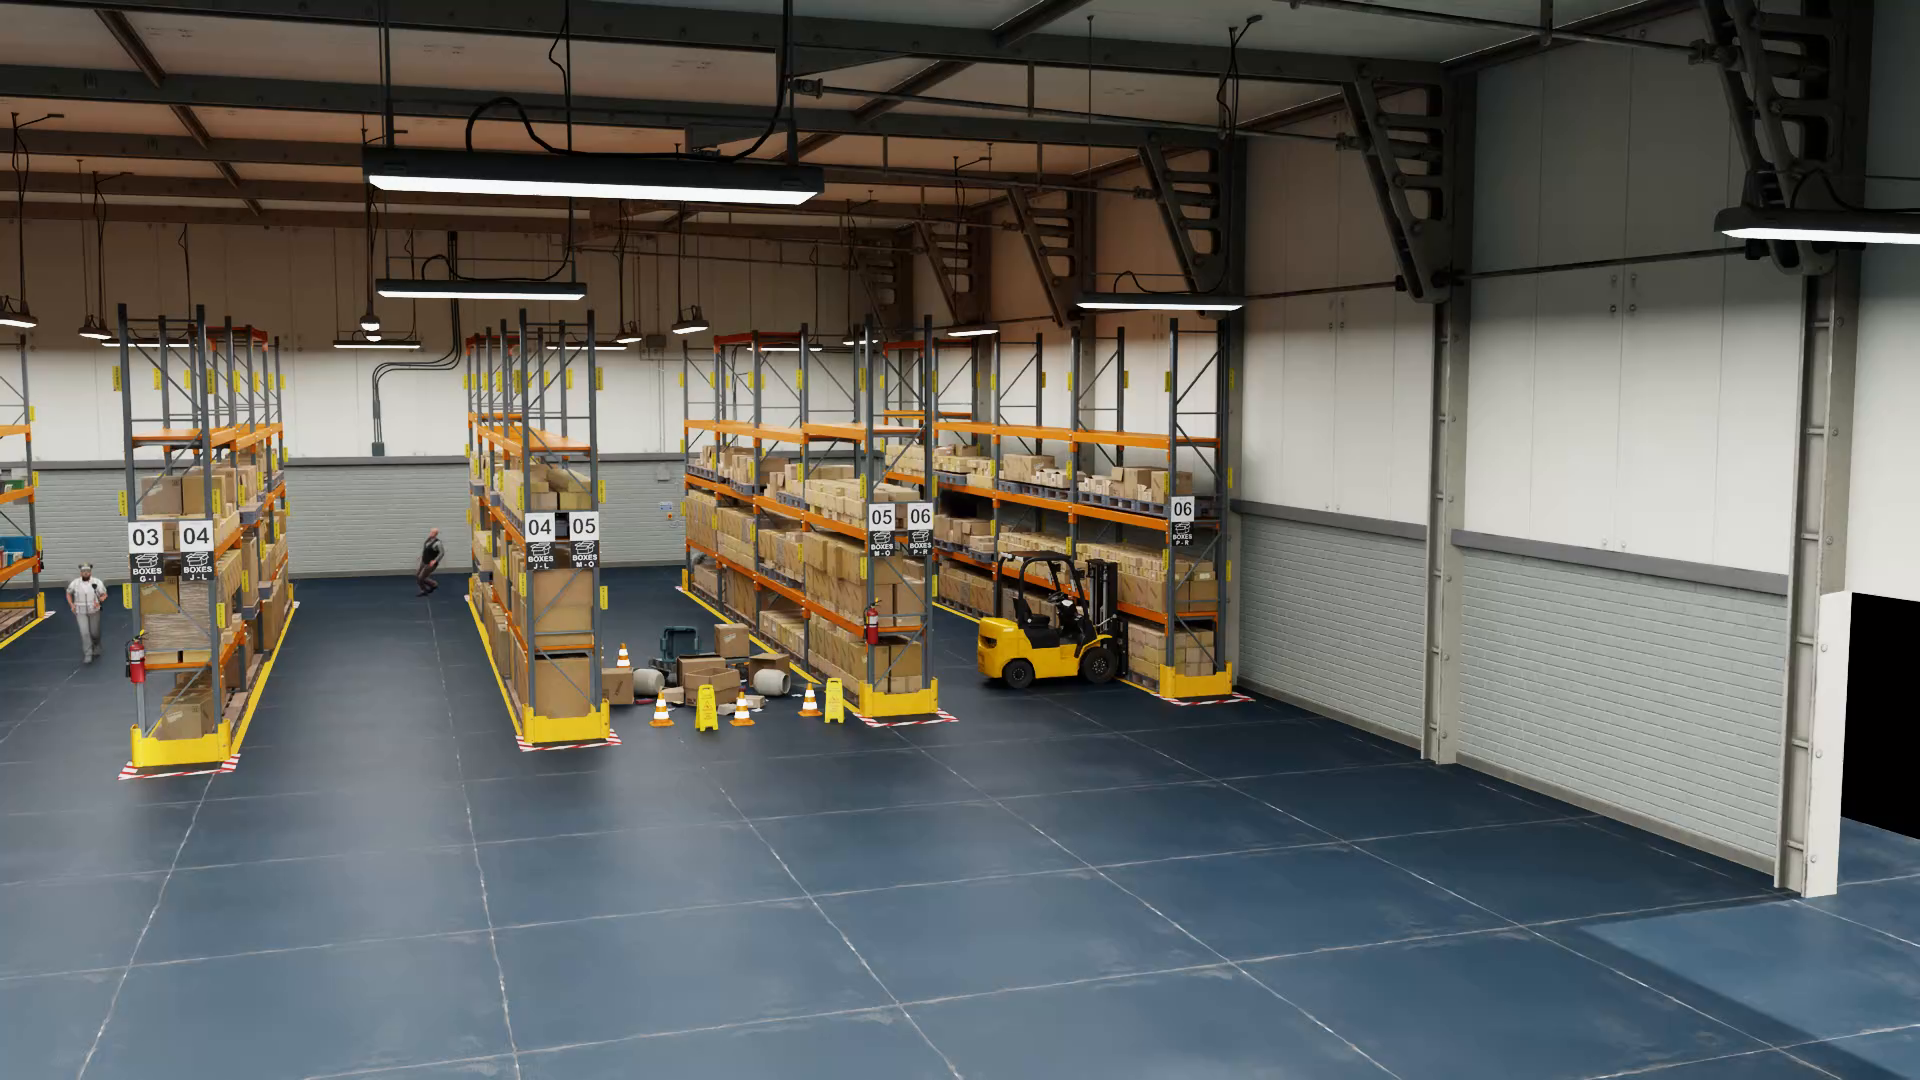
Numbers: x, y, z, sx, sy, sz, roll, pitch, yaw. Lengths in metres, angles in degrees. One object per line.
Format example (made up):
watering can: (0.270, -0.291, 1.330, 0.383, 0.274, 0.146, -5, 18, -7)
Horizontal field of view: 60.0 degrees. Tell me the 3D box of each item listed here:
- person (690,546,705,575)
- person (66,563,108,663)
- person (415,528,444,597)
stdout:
person: (-6.523, 0.259, 41.410, 0.813, 1.594, 0.835, 0, 5, -5)
person: (-15.733, 1.291, 29.977, 0.671, 1.770, 0.774, -3, 6, -26)
person: (-12.364, 0.534, 38.684, 0.764, 1.635, 0.518, 5, 7, 41)
